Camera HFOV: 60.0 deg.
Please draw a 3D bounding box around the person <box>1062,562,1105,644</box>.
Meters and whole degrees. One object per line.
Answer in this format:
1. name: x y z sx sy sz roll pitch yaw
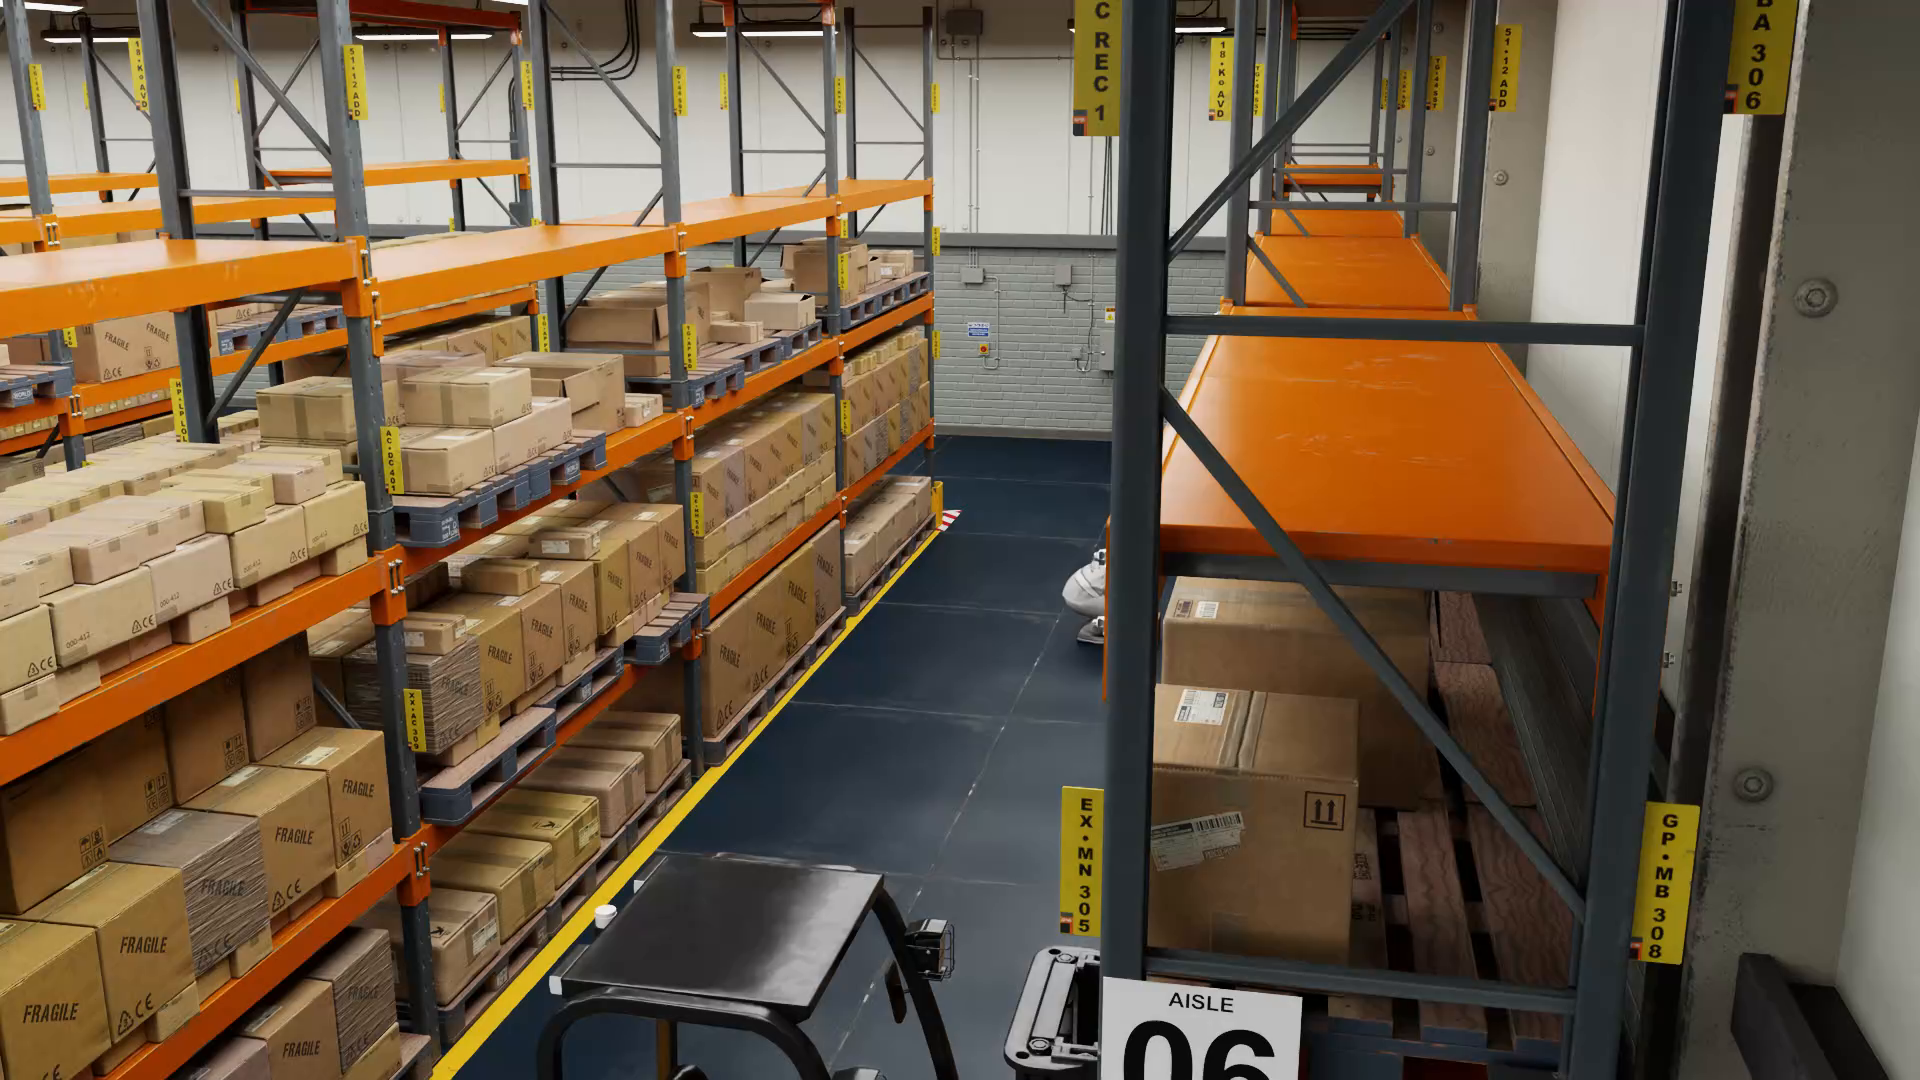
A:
1. person: 1.454 0.511 15.743 0.953 0.902 0.558 3 15 11
